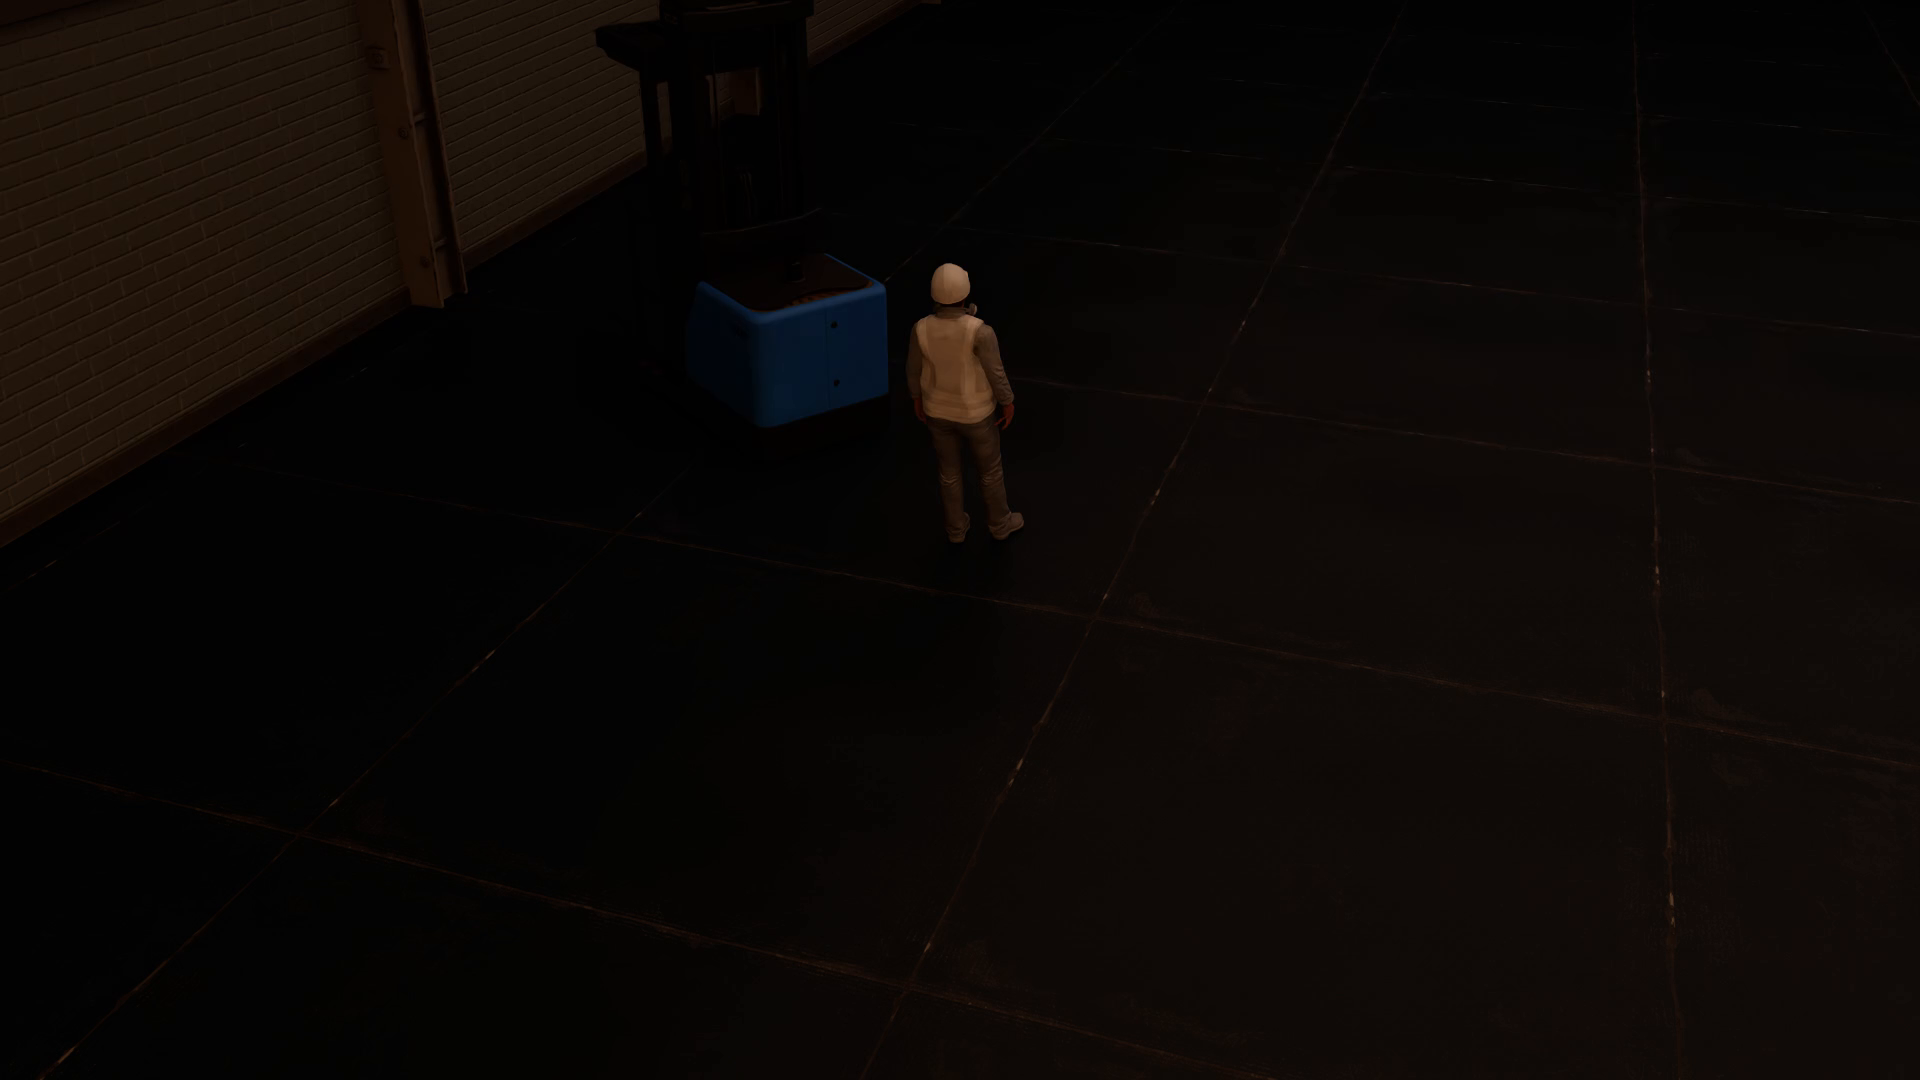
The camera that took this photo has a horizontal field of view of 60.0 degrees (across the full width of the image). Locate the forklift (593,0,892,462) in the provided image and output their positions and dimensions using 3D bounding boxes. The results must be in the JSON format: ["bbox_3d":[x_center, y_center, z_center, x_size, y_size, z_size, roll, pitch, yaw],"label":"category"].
[{"bbox_3d":[-1.723,-2.463,11.457,1.130,2.935,3.031,-19,35,-30],"label":"forklift"}]

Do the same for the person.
[{"bbox_3d":[0.027,-0.806,9.704,0.634,1.776,0.565,10,31,16],"label":"person"}]
